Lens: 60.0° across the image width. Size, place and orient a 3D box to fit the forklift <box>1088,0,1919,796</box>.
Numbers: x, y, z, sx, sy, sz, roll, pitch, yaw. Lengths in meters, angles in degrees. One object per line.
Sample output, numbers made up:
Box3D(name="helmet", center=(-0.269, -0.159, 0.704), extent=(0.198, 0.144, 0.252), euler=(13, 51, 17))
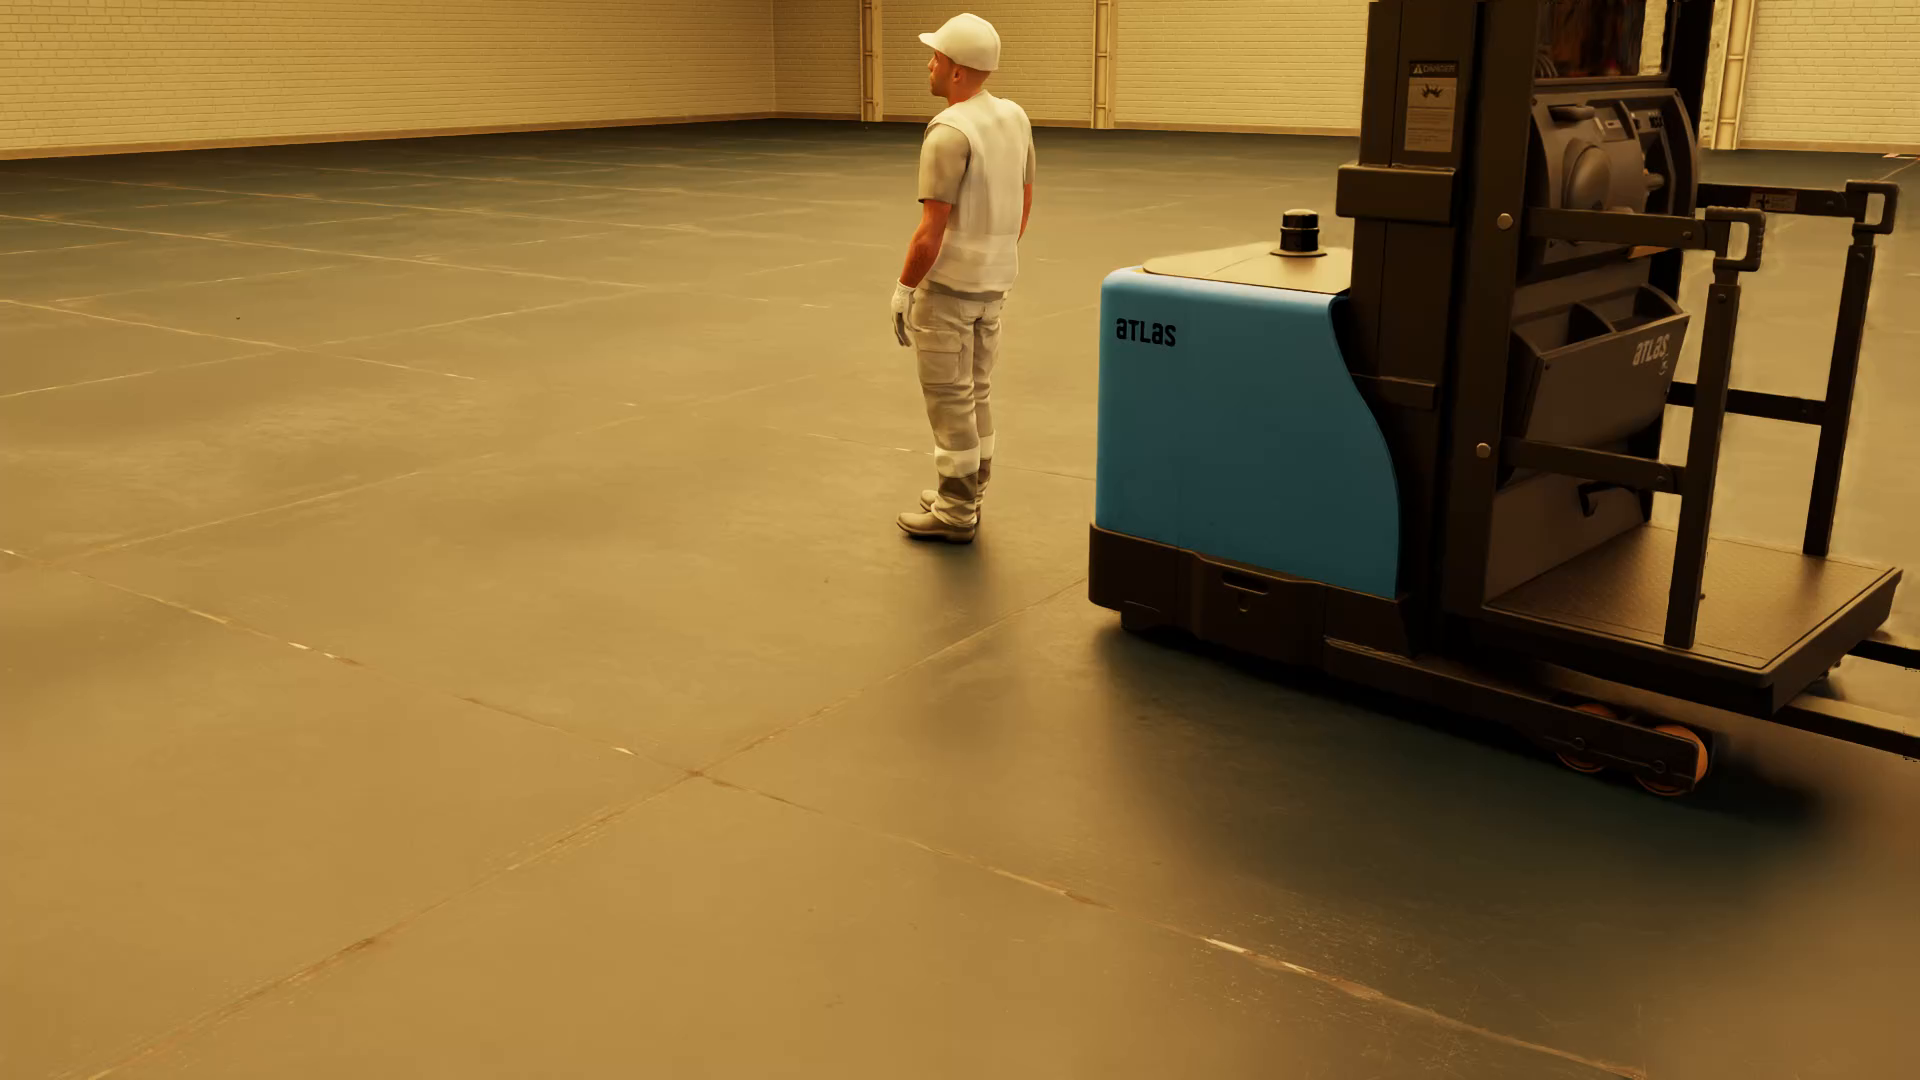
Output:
Box3D(name="forklift", center=(1.814, -0.968, 4.070), extent=(3.031, 2.935, 1.130), euler=(15, 22, 41))

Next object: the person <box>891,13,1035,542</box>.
Box3D(name="person", center=(-0.059, -0.880, 5.743), extent=(0.564, 1.787, 0.637), euler=(11, 20, 33))
